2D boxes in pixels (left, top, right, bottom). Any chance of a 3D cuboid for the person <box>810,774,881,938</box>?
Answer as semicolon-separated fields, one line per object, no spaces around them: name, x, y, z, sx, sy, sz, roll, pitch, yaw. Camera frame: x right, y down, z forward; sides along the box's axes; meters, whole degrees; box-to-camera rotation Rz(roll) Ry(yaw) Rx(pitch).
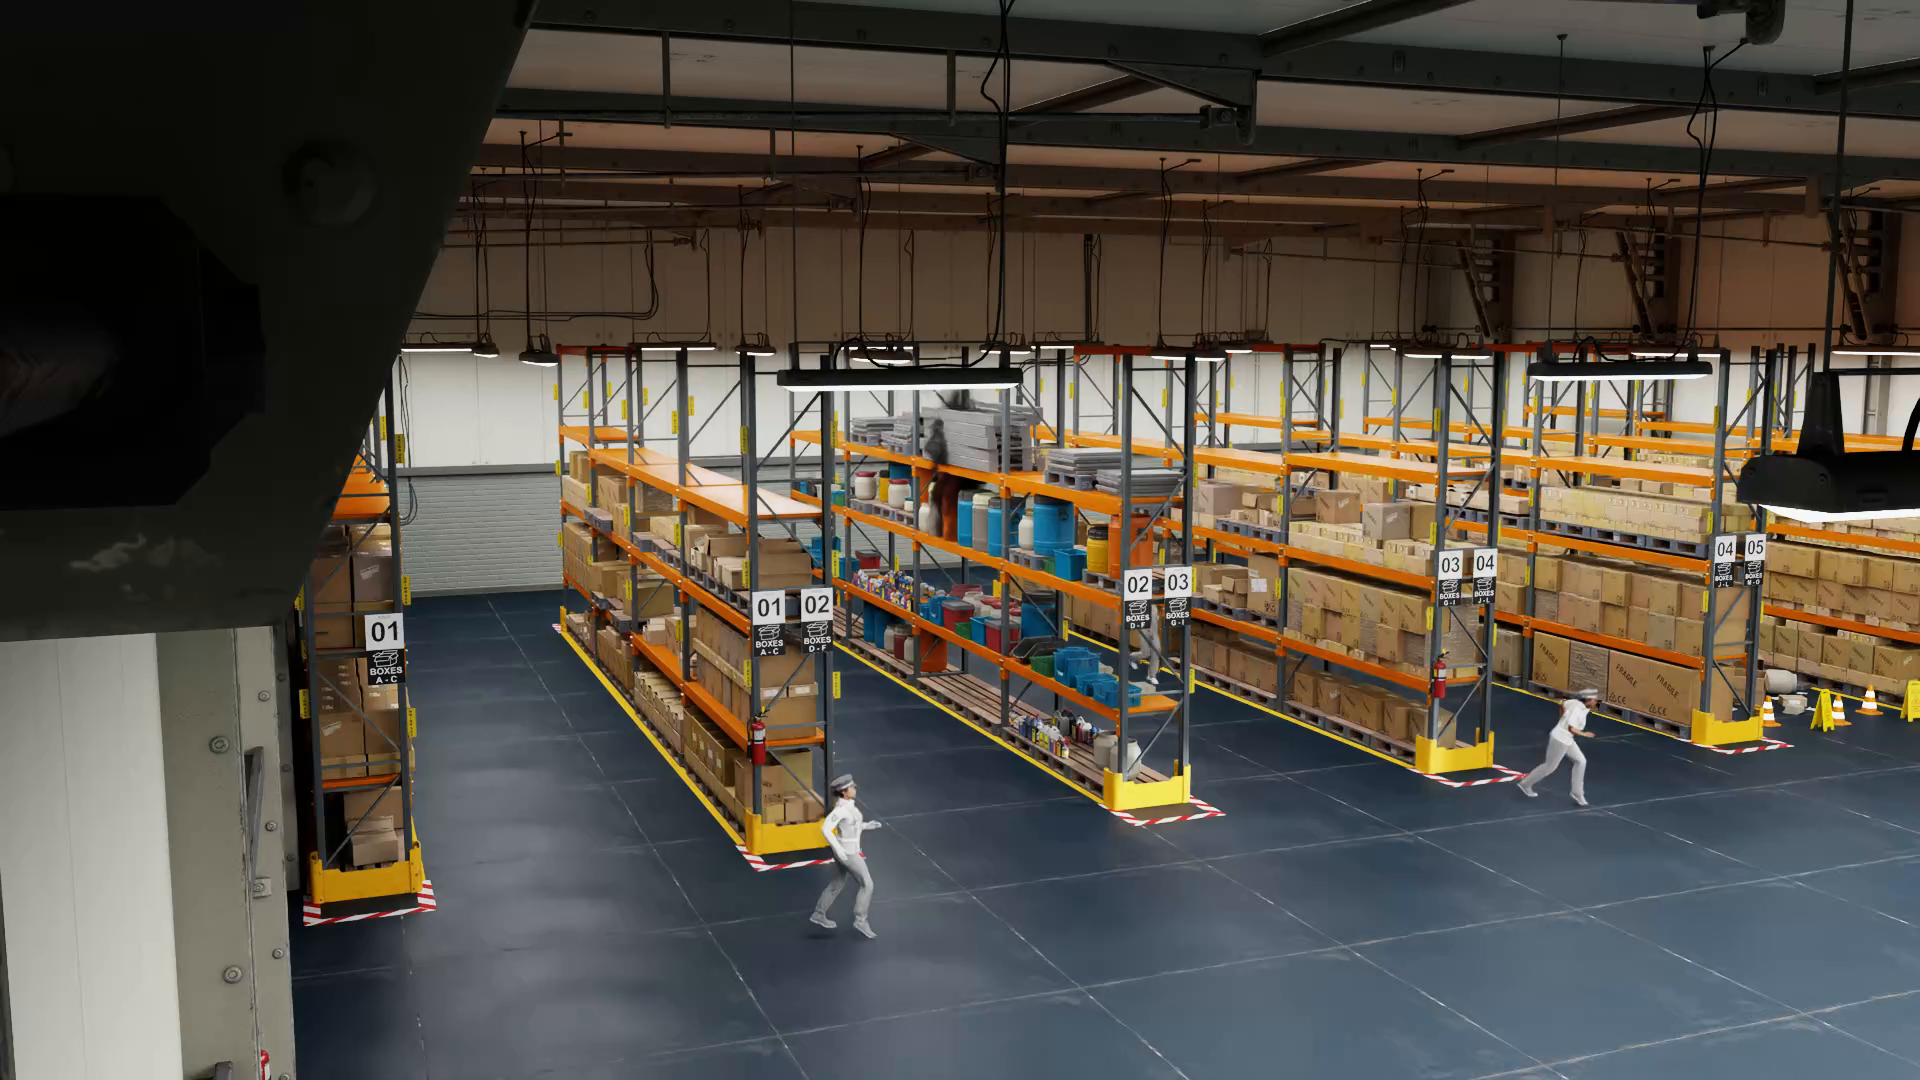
person;-1.196;3.299;17.357;0.754;1.754;0.581;-1;7;-6

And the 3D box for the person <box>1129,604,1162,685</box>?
person;3.252;1.639;28.989;0.576;1.668;0.796;-4;8;-30

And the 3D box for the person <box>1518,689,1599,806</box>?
person;8.025;2.761;22.261;0.940;1.624;0.617;3;8;20
